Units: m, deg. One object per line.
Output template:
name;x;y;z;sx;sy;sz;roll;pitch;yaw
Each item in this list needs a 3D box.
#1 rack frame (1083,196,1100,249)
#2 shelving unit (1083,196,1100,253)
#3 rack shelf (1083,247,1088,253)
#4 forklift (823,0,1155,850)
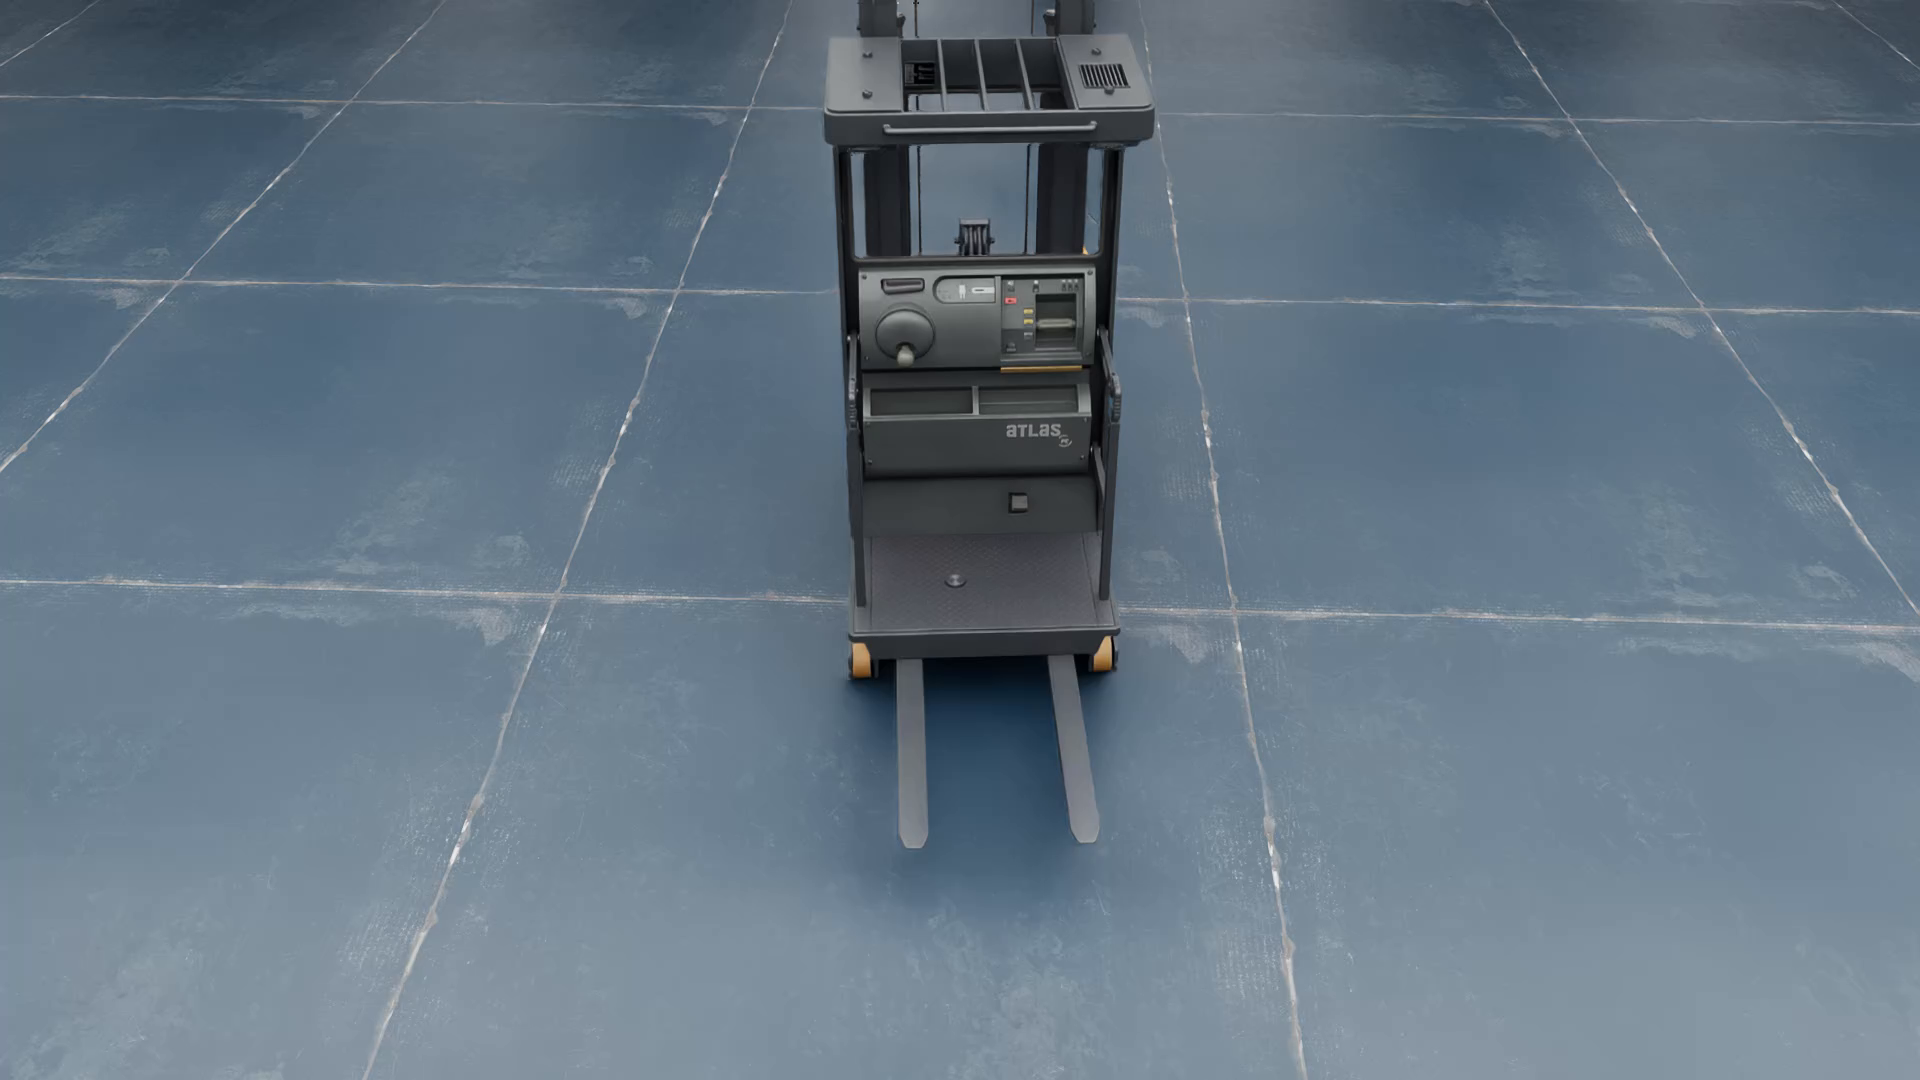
rack frame;0.561;-1.106;8.297;0.006;1.200;0.240;-1;34;-21
shelving unit;0.476;-1.104;8.264;0.189;1.200;0.258;-1;34;-21
rack shelf;0.534;-1.369;8.102;0.180;0.103;0.258;-1;34;-21
forklift;0.080;-0.814;6.359;1.130;2.935;3.031;-1;35;-2
